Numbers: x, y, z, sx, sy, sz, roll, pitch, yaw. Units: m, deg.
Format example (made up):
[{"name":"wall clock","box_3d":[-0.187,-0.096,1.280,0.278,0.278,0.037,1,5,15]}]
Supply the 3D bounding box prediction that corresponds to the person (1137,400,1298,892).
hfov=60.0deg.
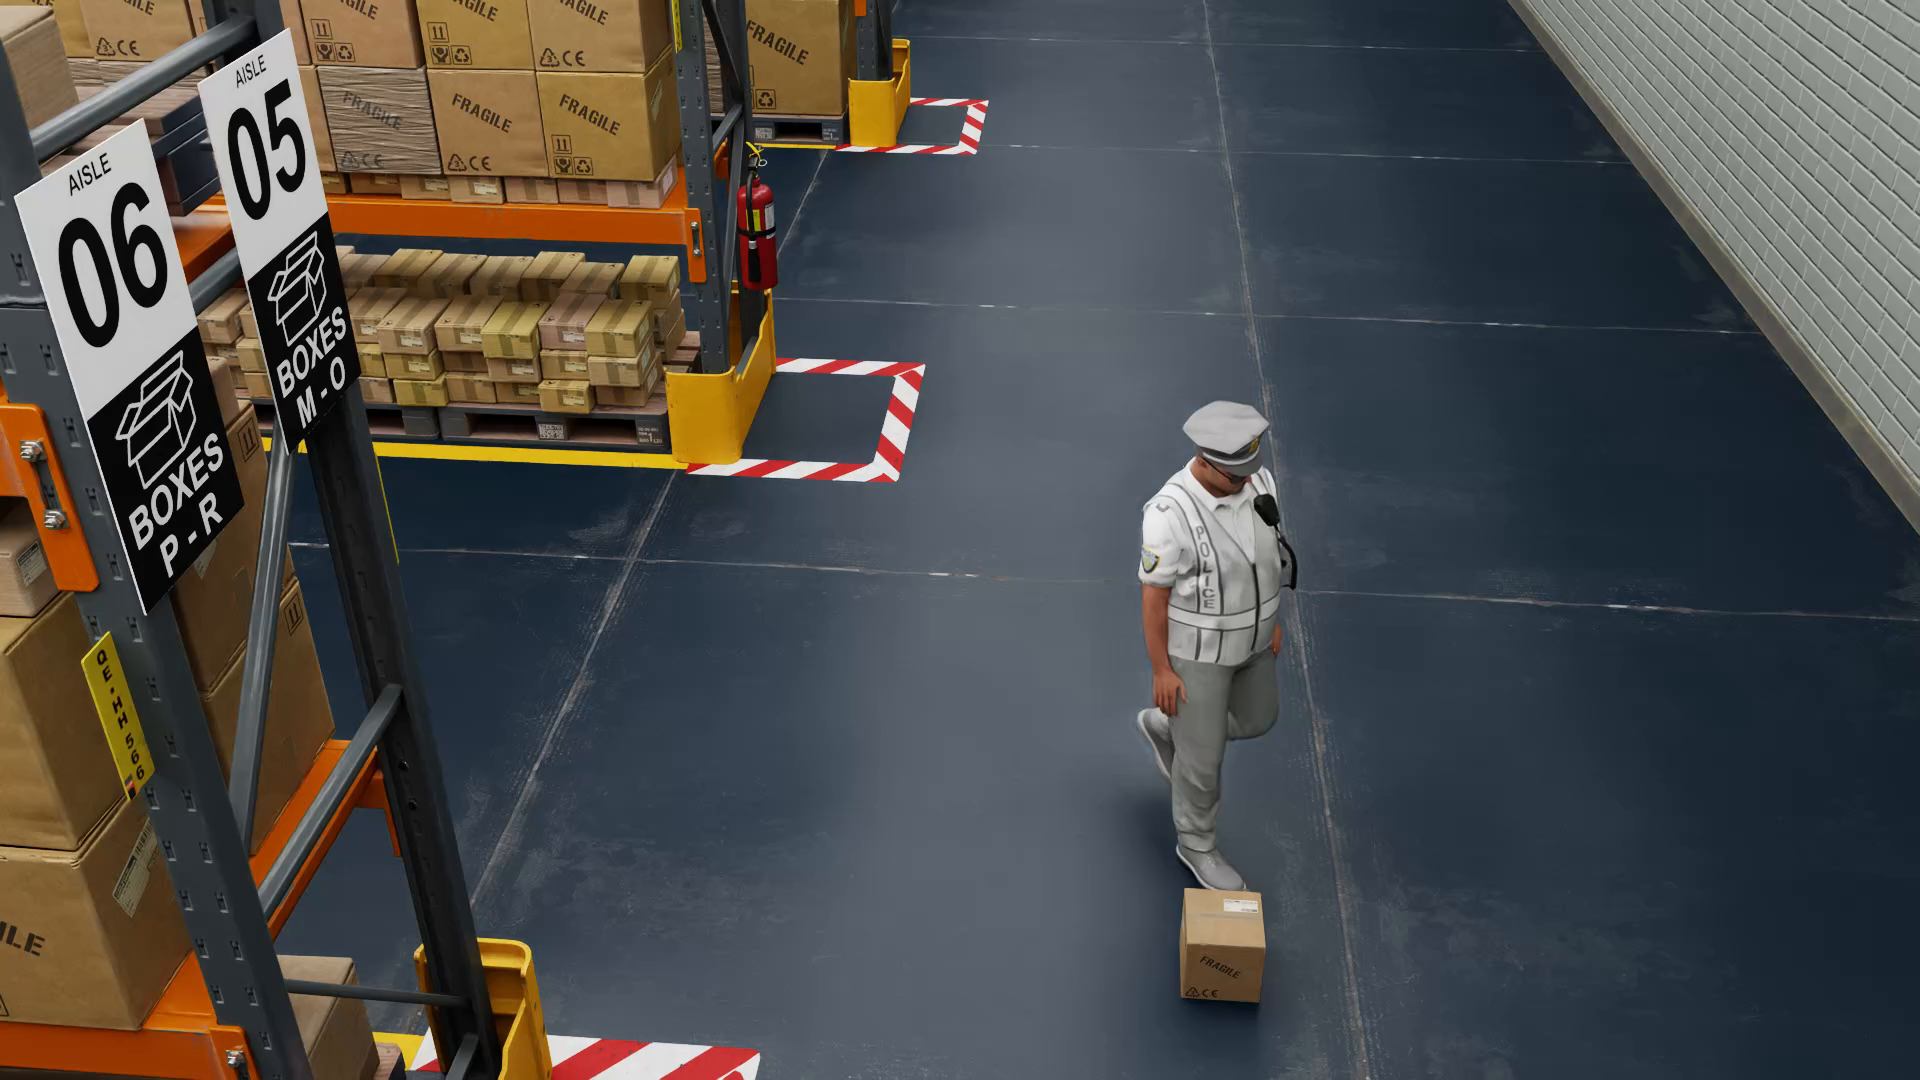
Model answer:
[{"name":"person","box_3d":[0.835,0.319,5.595,0.559,1.725,0.743,-23,39,-32]}]
